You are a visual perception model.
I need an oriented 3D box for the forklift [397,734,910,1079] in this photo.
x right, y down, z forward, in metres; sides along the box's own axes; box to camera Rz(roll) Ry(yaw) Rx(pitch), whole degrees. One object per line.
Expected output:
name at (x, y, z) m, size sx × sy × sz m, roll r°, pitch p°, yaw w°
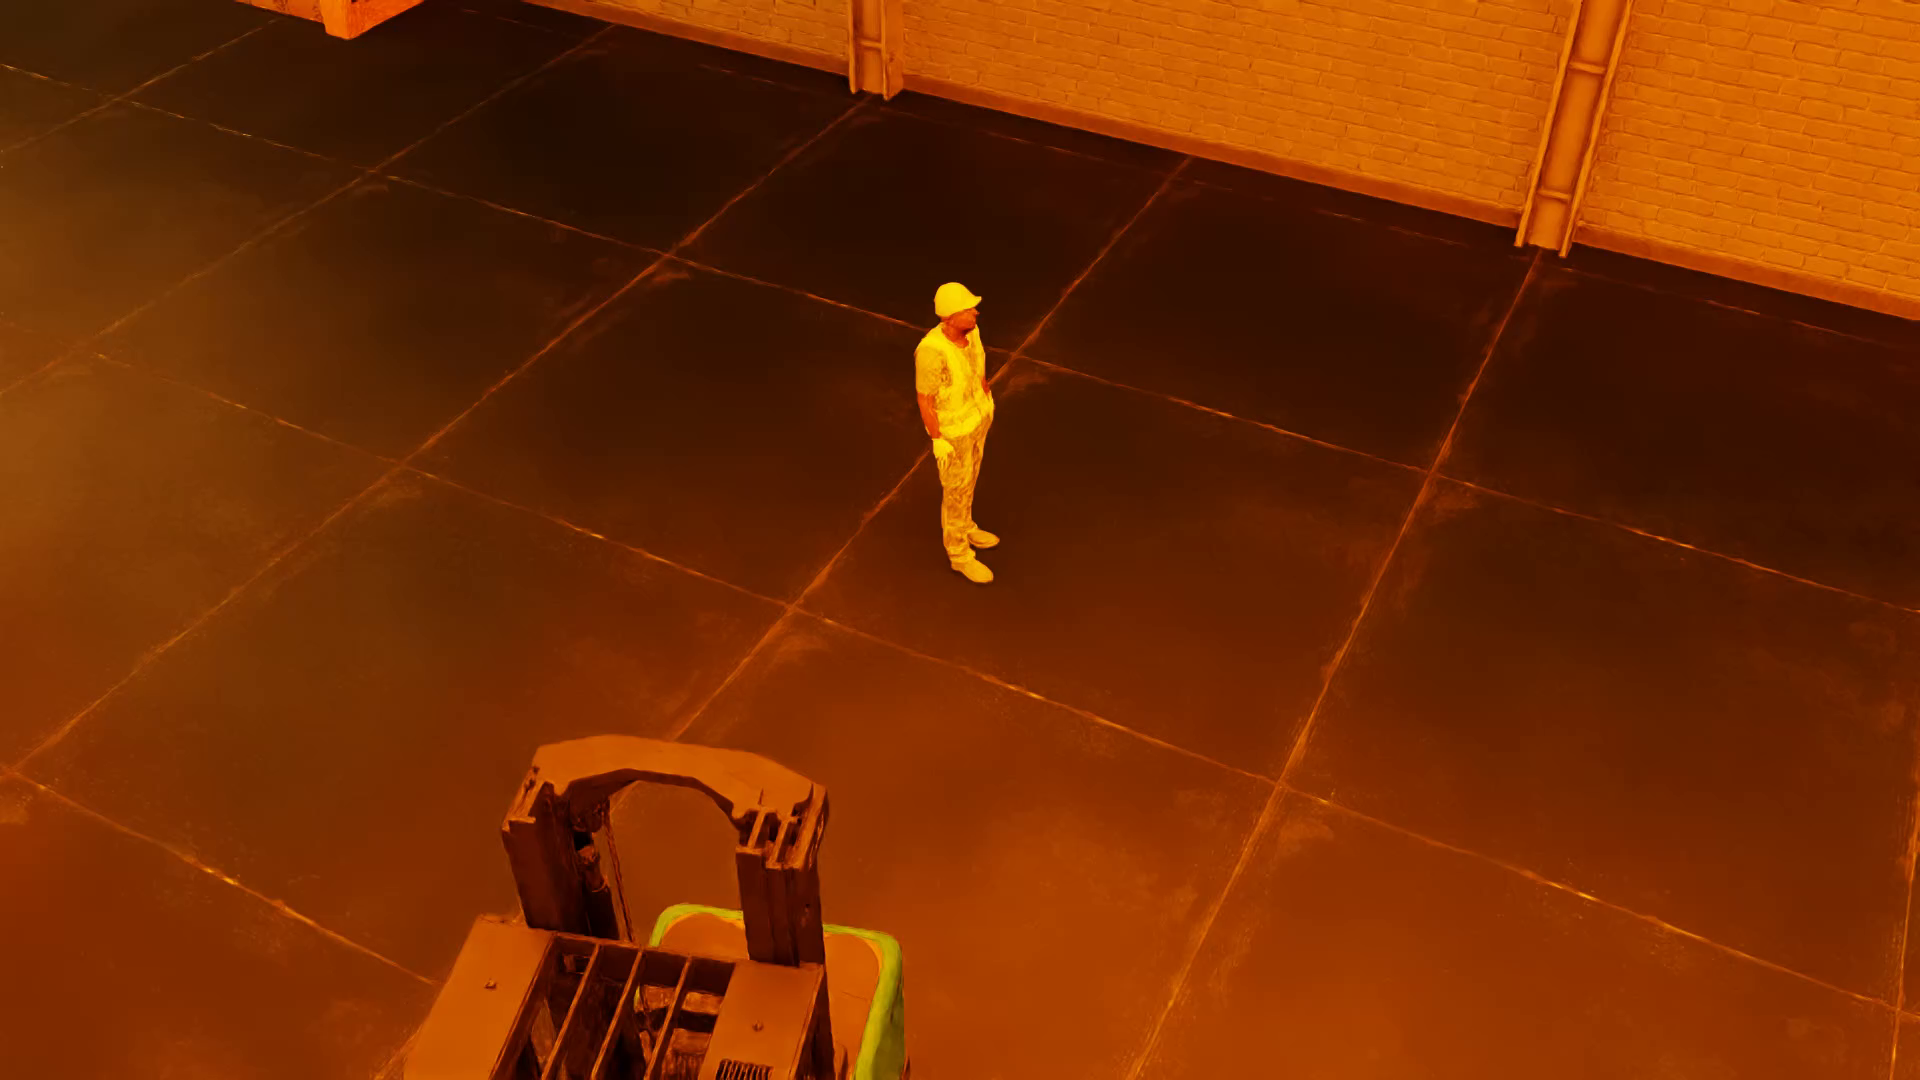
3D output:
forklift at (-0.983, 2.173, 5.407) m, size 1.130 × 2.935 × 3.031 m, roll 6°, pitch 41°, yaw 8°

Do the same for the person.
person at (0.060, -0.662, 9.652) m, size 0.576 × 1.782 × 0.655 m, roll 18°, pitch 43°, yaw 21°
